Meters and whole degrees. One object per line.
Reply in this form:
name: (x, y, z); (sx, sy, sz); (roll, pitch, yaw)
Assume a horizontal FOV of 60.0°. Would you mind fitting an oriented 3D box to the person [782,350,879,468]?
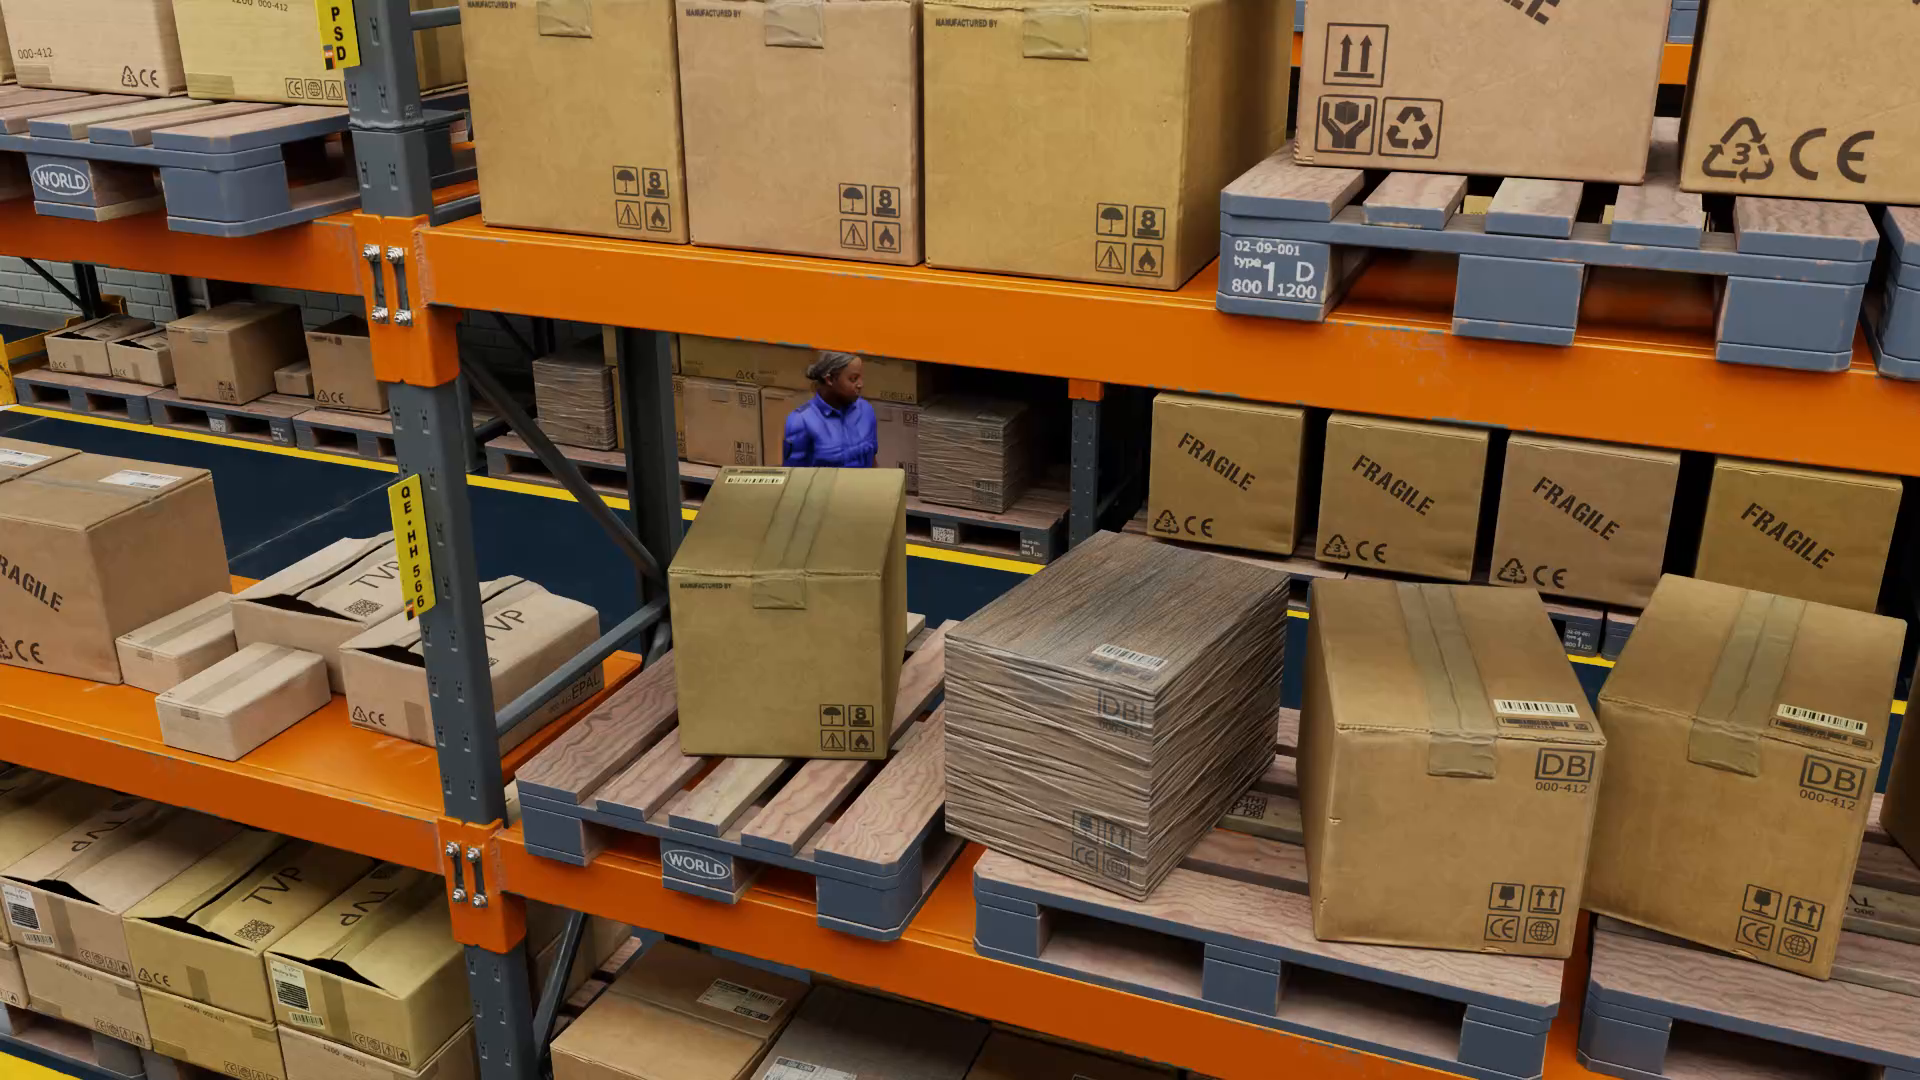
person: (-0.633, -0.050, 7.174); (0.638, 1.651, 0.441); (-14, 26, -31)
